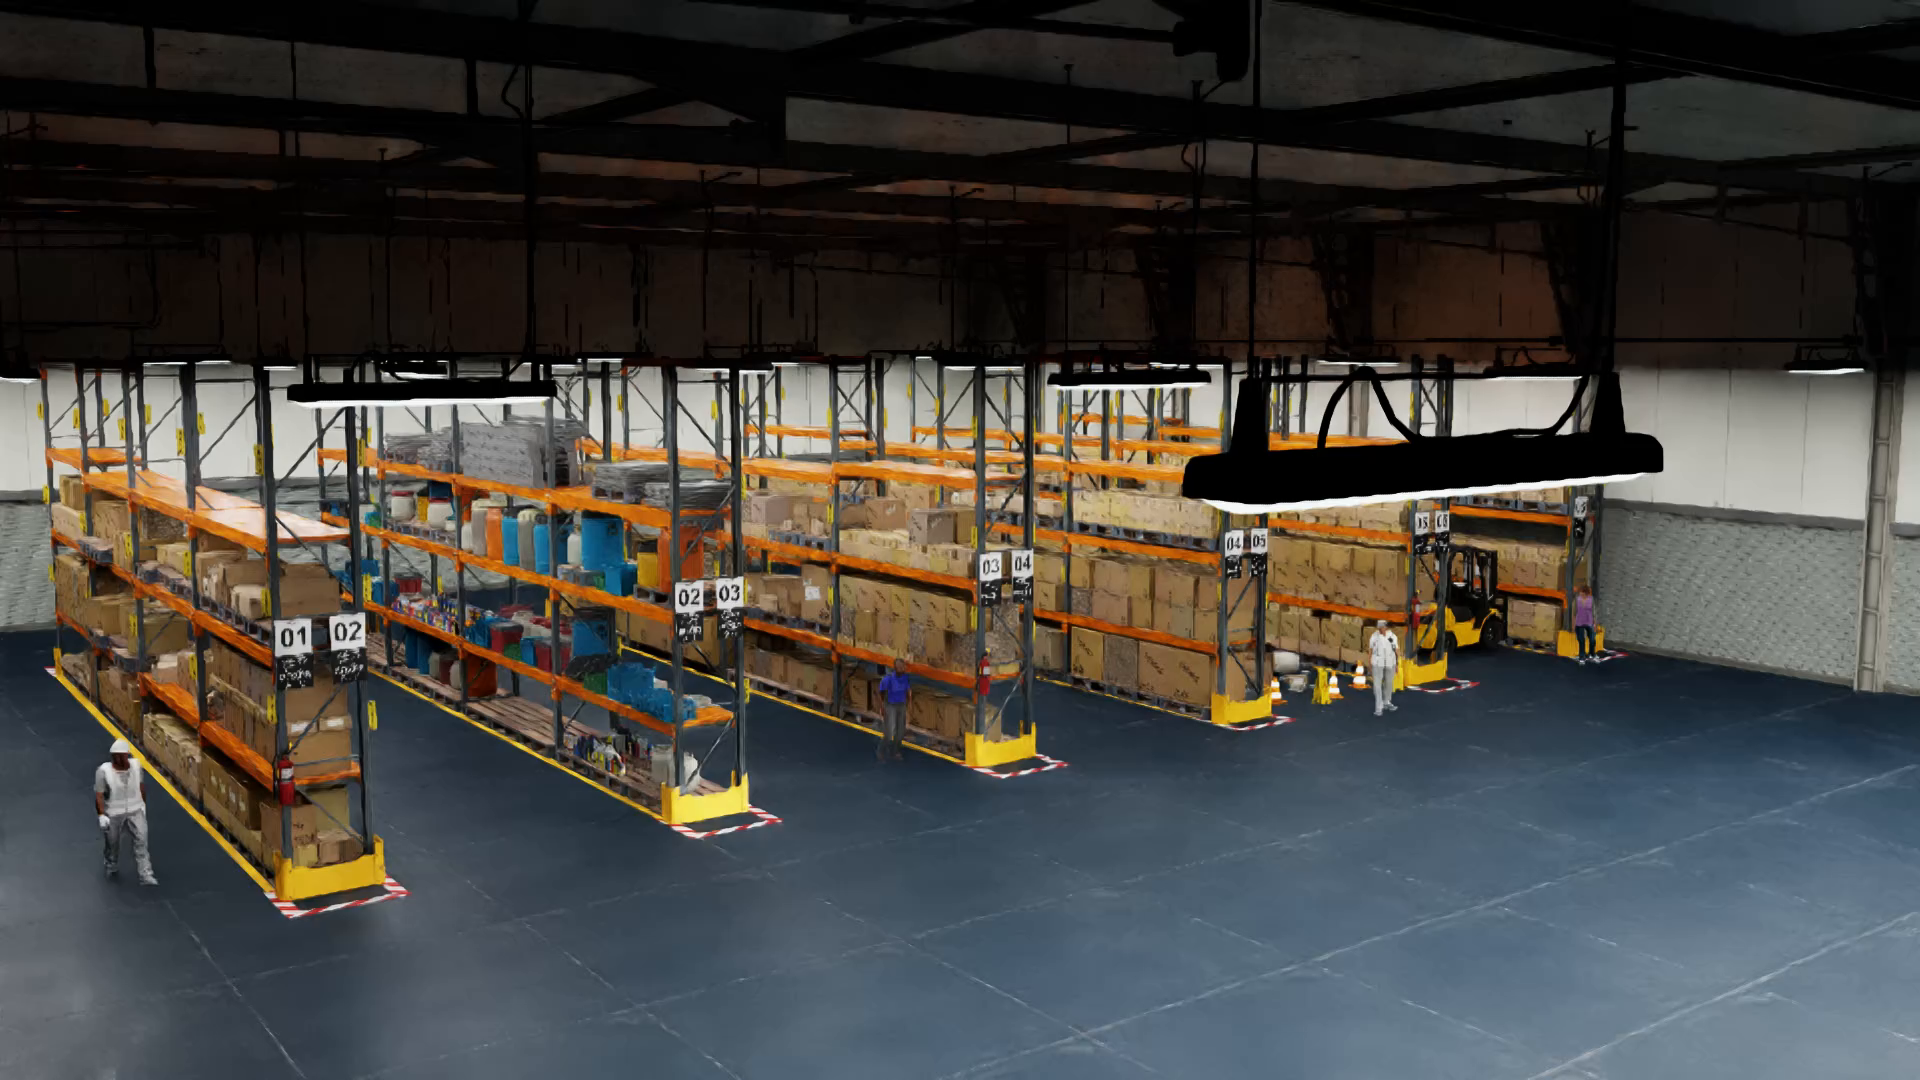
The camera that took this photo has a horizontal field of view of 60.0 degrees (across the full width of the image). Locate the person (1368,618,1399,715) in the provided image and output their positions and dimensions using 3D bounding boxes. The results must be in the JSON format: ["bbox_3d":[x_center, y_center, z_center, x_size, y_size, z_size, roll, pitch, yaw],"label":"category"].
[{"bbox_3d":[7.211,2.126,28.321,0.512,1.652,0.558,1,7,5],"label":"person"}]

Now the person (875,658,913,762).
[{"bbox_3d":[-0.993,2.544,25.033,0.592,1.604,0.518,-5,9,-37],"label":"person"}]

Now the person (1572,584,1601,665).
[{"bbox_3d":[12.216,1.650,32.385,0.561,1.590,0.423,4,8,27],"label":"person"}]

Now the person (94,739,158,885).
[{"bbox_3d":[-9.798,3.119,19.430,0.571,1.657,0.933,-5,9,-38],"label":"person"}]
